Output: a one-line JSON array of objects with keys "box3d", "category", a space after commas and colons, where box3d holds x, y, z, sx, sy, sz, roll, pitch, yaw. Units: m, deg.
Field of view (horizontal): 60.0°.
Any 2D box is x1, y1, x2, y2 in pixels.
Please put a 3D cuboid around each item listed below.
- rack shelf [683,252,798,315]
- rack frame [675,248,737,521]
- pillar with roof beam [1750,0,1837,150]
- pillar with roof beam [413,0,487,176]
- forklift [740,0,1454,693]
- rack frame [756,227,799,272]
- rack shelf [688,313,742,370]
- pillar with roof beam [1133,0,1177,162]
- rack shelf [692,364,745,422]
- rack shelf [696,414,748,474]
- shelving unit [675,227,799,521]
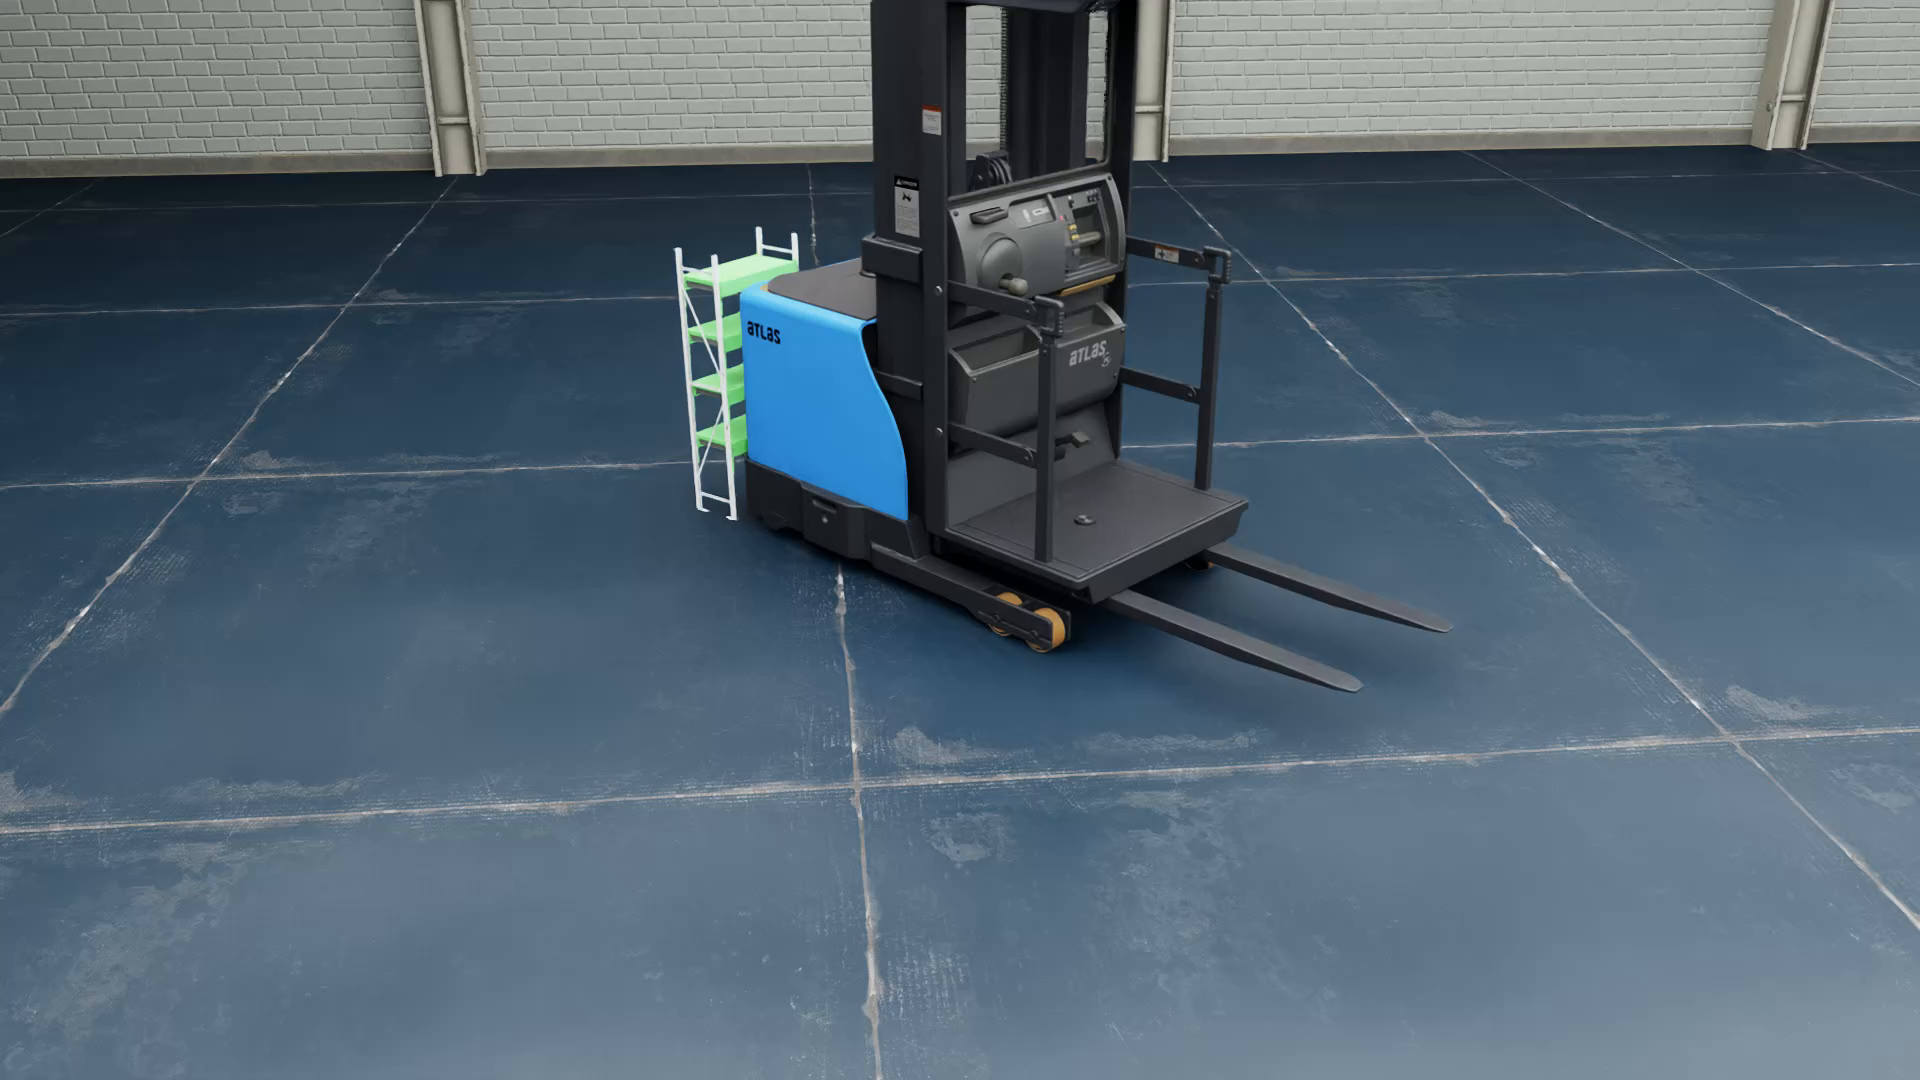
[{"box3d": [-0.963, -1.126, 7.274, 0.258, 0.148, 0.480, 16, 29, 35], "category": "rack shelf"}, {"box3d": [-1.106, -0.665, 7.262, 0.240, 1.200, 0.015, 16, 29, 35], "category": "rack frame"}, {"box3d": [8.043, -6.041, 9.763, 0.400, 9.000, 9.100, -2, 24, -5], "category": "pillar with roof beam"}, {"box3d": [-3.899, -5.562, 8.685, 0.400, 9.000, 9.100, -2, 24, -5], "category": "pillar with roof beam"}, {"box3d": [0.462, -1.152, 6.234, 3.031, 2.935, 1.130, 21, 32, 39], "category": "forklift"}, {"box3d": [-0.806, -0.821, 7.614, 0.240, 1.200, 0.015, 16, 29, 35], "category": "rack frame"}, {"box3d": [-0.959, -0.905, 7.369, 0.258, 0.148, 0.480, 16, 29, 35], "category": "rack shelf"}, {"box3d": [2.072, -5.802, 9.224, 0.400, 9.000, 9.100, -2, 24, -5], "category": "pillar with roof beam"}, {"box3d": [-0.955, -0.685, 7.463, 0.258, 0.148, 0.480, 16, 29, 35], "category": "rack shelf"}, {"box3d": [-0.951, -0.464, 7.558, 0.258, 0.148, 0.480, 16, 29, 35], "category": "rack shelf"}, {"box3d": [-0.956, -0.743, 7.438, 0.258, 1.200, 0.503, 16, 29, 35], "category": "shelving unit"}]
